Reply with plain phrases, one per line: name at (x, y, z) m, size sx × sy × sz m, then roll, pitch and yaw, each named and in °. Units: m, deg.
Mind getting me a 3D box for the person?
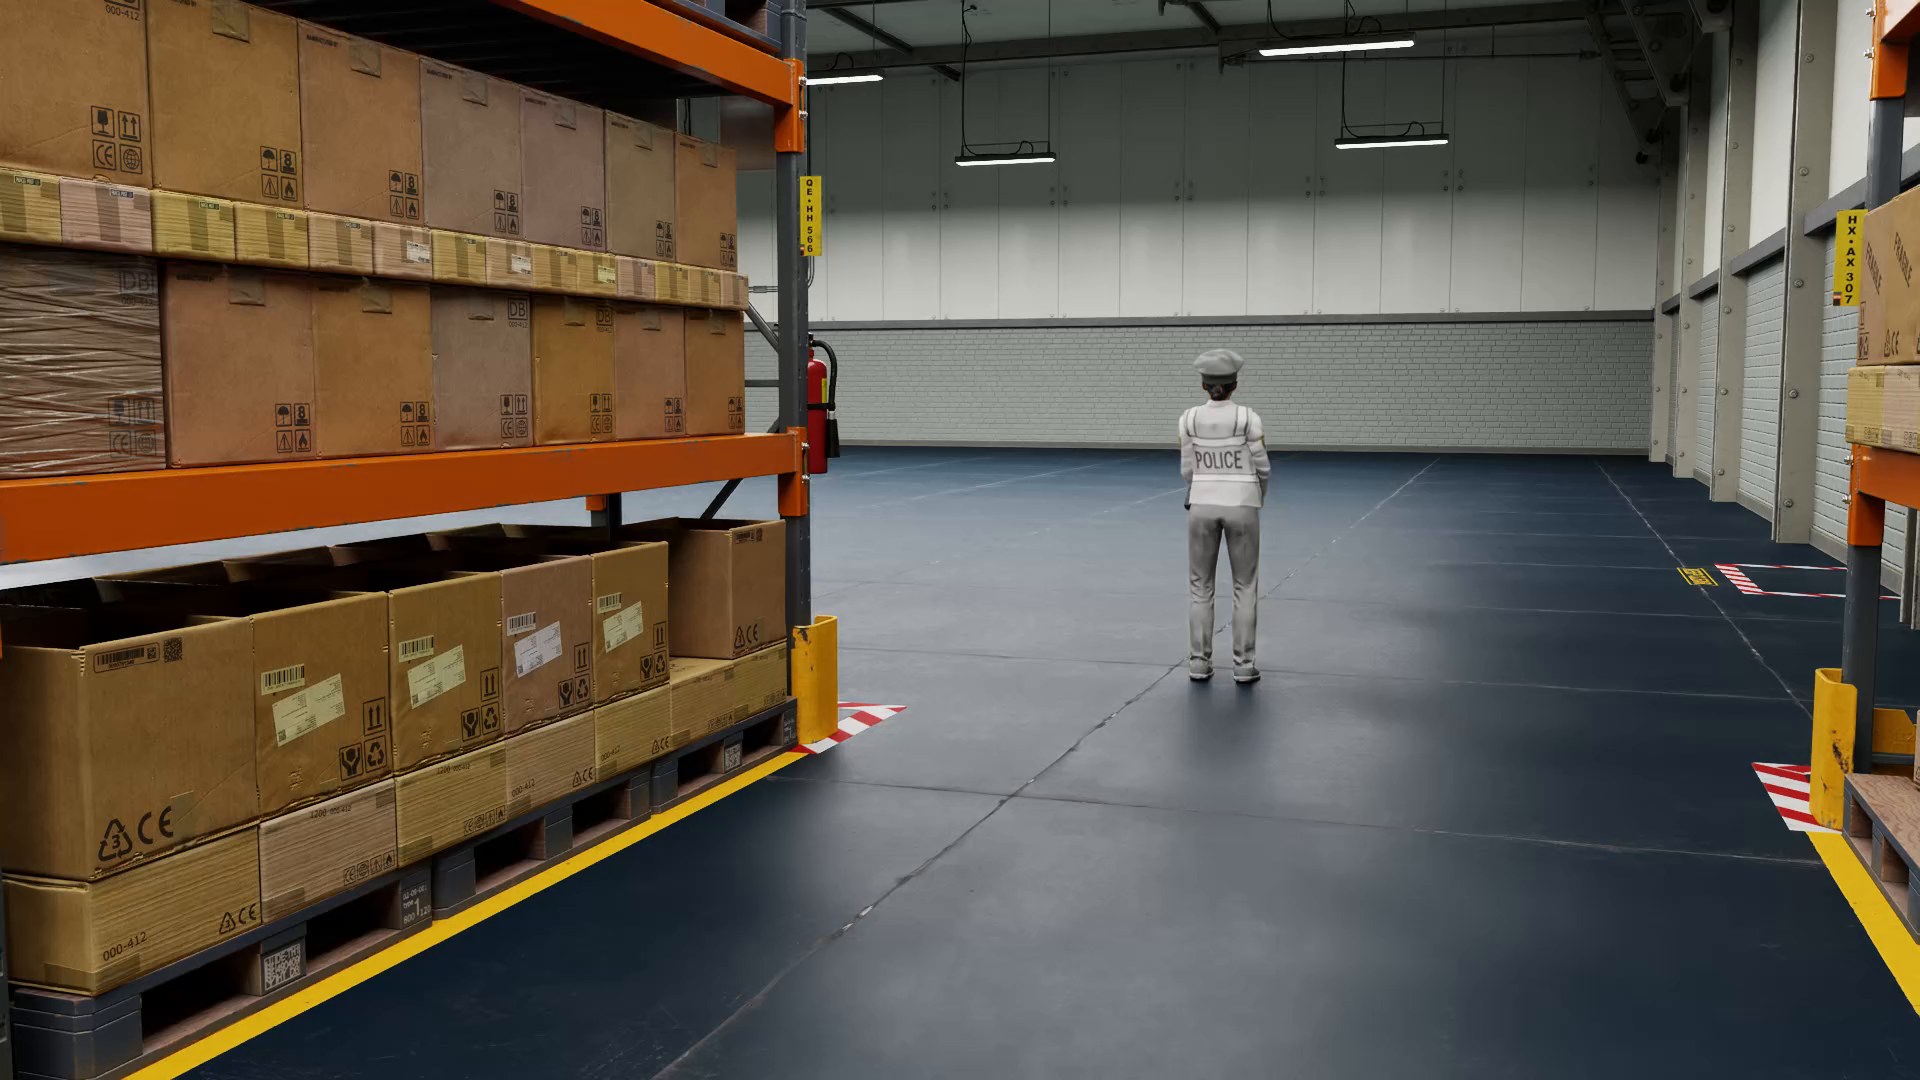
person at (1.358, -0.132, 8.516) m, size 0.461 × 1.687 × 0.563 m, roll 2°, pitch 6°, yaw 19°
